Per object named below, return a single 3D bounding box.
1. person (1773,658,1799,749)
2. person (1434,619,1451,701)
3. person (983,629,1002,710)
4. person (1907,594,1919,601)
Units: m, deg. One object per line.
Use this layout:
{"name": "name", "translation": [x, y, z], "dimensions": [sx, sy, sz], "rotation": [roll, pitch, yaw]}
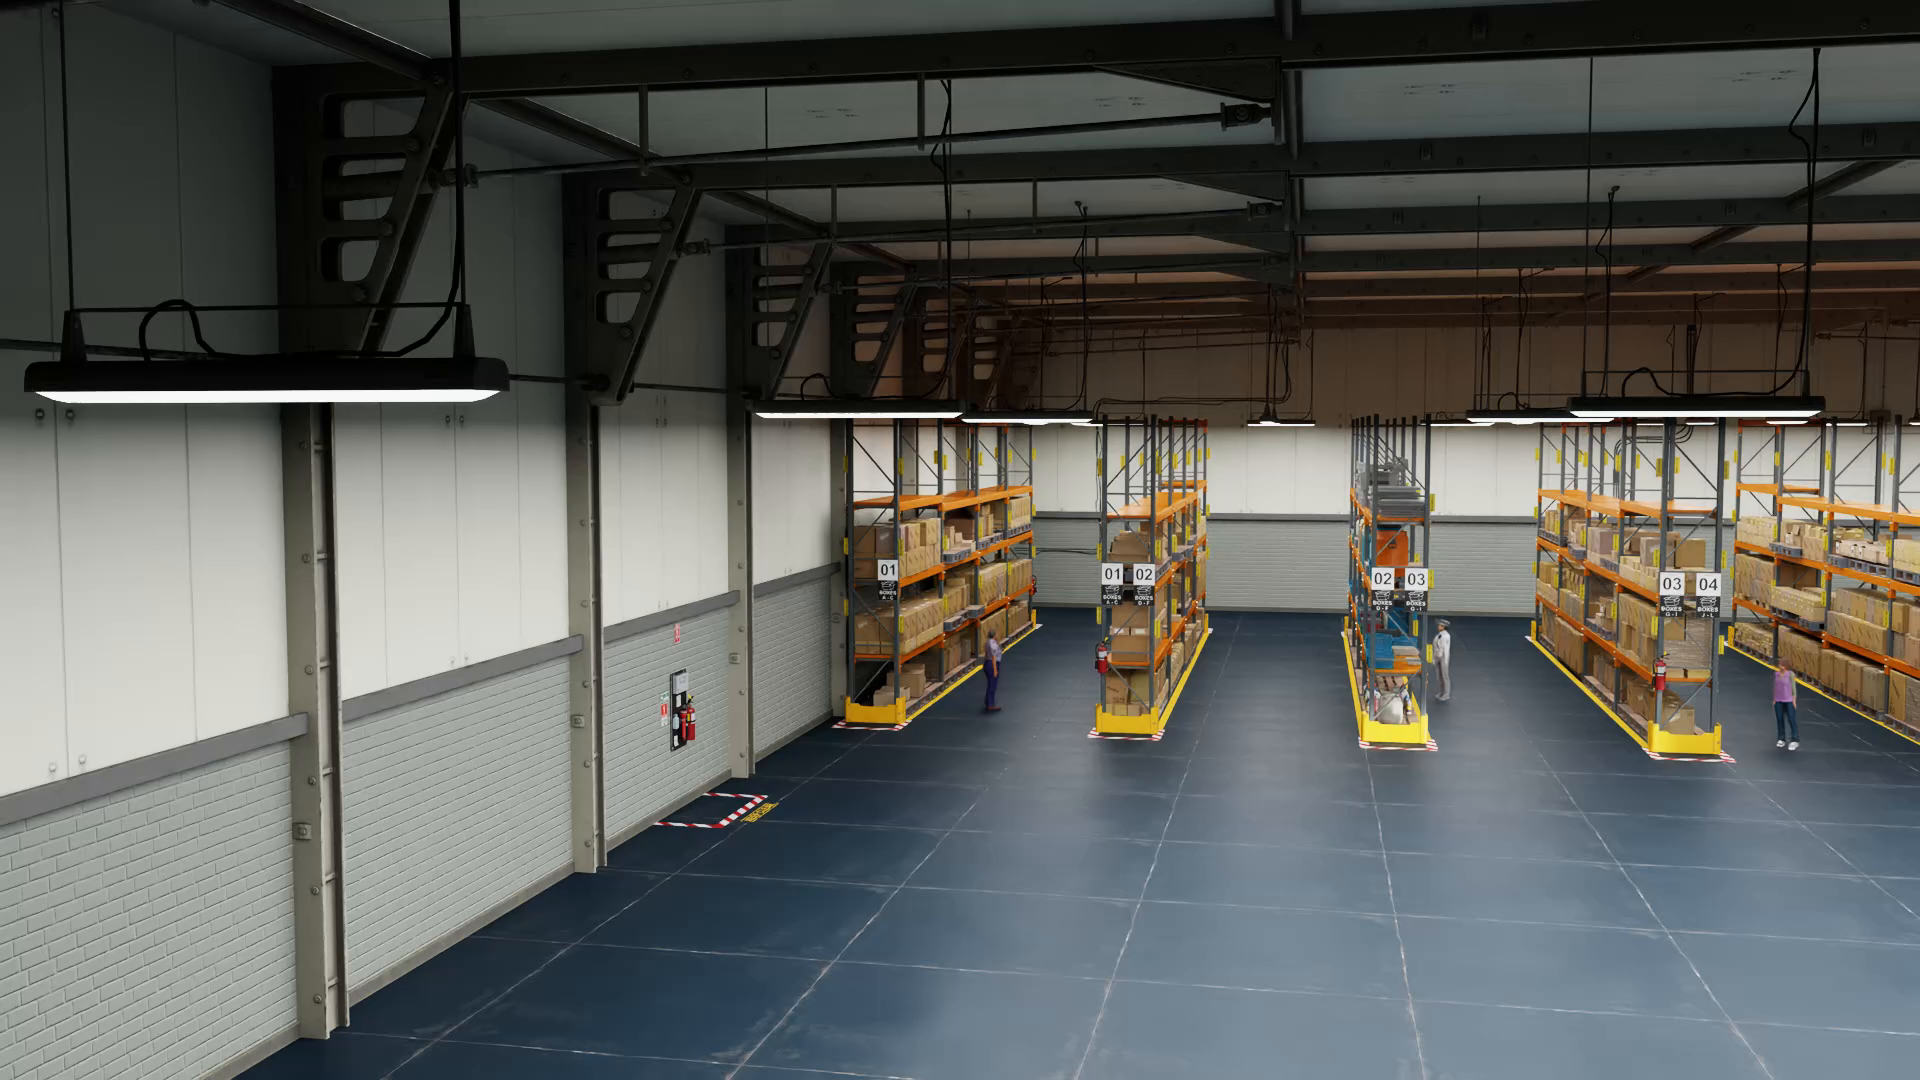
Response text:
{"name": "person", "translation": [14.853, 2.927, 29.936], "dimensions": [0.365, 1.606, 0.494], "rotation": [-3, 5, -40]}
{"name": "person", "translation": [10.247, 2.529, 35.356], "dimensions": [0.422, 1.699, 0.547], "rotation": [-1, 4, -16]}
{"name": "person", "translation": [0.681, 2.662, 34.027], "dimensions": [0.402, 1.695, 0.548], "rotation": [-1, 4, -13]}
{"name": "person", "translation": [22.949, 2.179, 40.076], "dimensions": [0.596, 1.813, 0.603], "rotation": [-1, 4, -8]}
